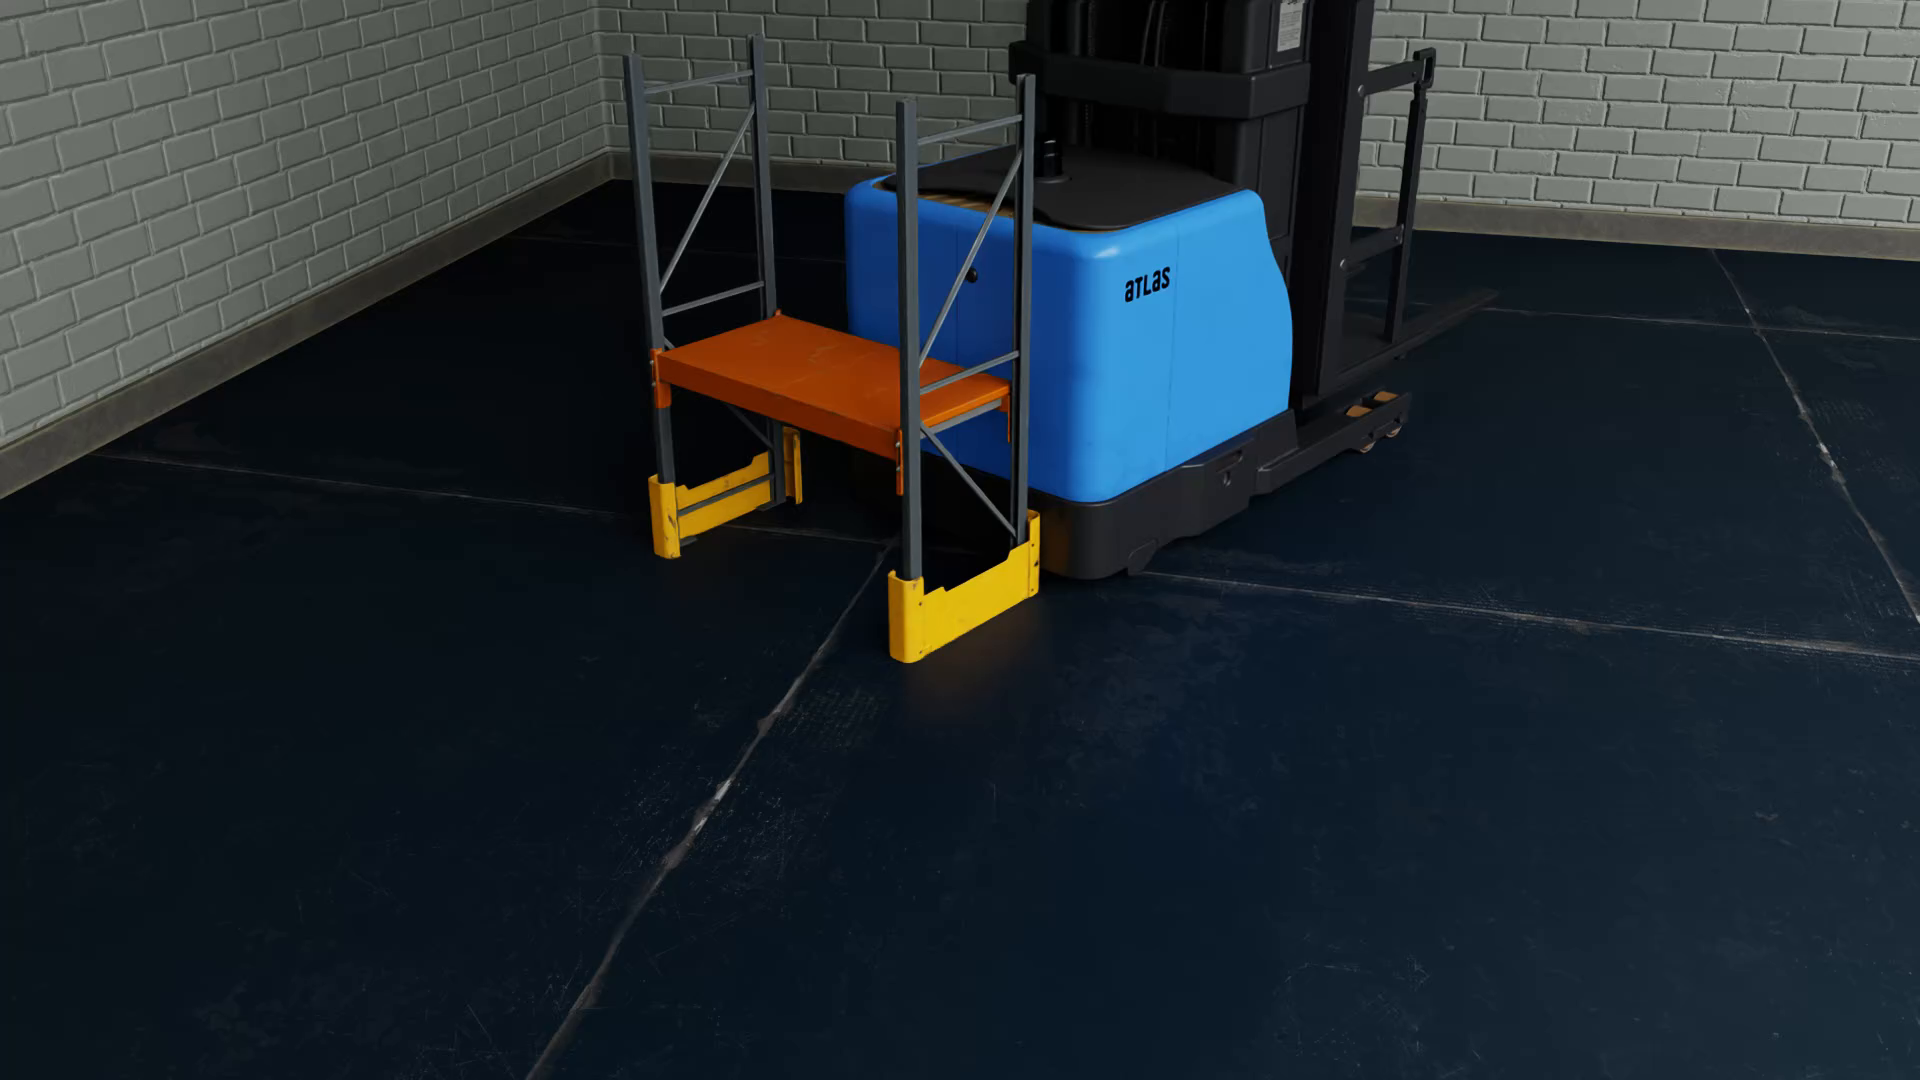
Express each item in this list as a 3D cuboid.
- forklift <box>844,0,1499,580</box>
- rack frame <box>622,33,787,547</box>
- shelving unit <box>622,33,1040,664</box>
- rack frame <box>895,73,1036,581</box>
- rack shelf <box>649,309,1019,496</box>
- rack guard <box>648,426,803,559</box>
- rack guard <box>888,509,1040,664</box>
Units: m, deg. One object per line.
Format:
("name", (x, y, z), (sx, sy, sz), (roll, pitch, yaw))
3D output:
("forklift", (0.984, -1.760, 5.537), (1.130, 2.935, 3.031), (21, 32, 37))
("rack frame", (-0.750, -0.728, 5.033), (0.032, 1.500, 0.500), (20, 32, 36))
("shelving unit", (-0.358, -0.582, 4.729), (1.083, 1.500, 0.587), (20, 32, 36))
("rack frame", (0.020, -0.442, 4.435), (0.032, 1.500, 0.500), (20, 32, 36))
("rack shelf", (-0.365, -0.423, 4.811), (1.000, 0.185, 0.538), (20, 32, 36))
("rack guard", (-0.735, -0.158, 5.291), (0.087, 0.250, 0.587), (20, 32, 36))
("rack guard", (0.019, 0.122, 4.704), (0.087, 0.250, 0.587), (20, 32, 36))
